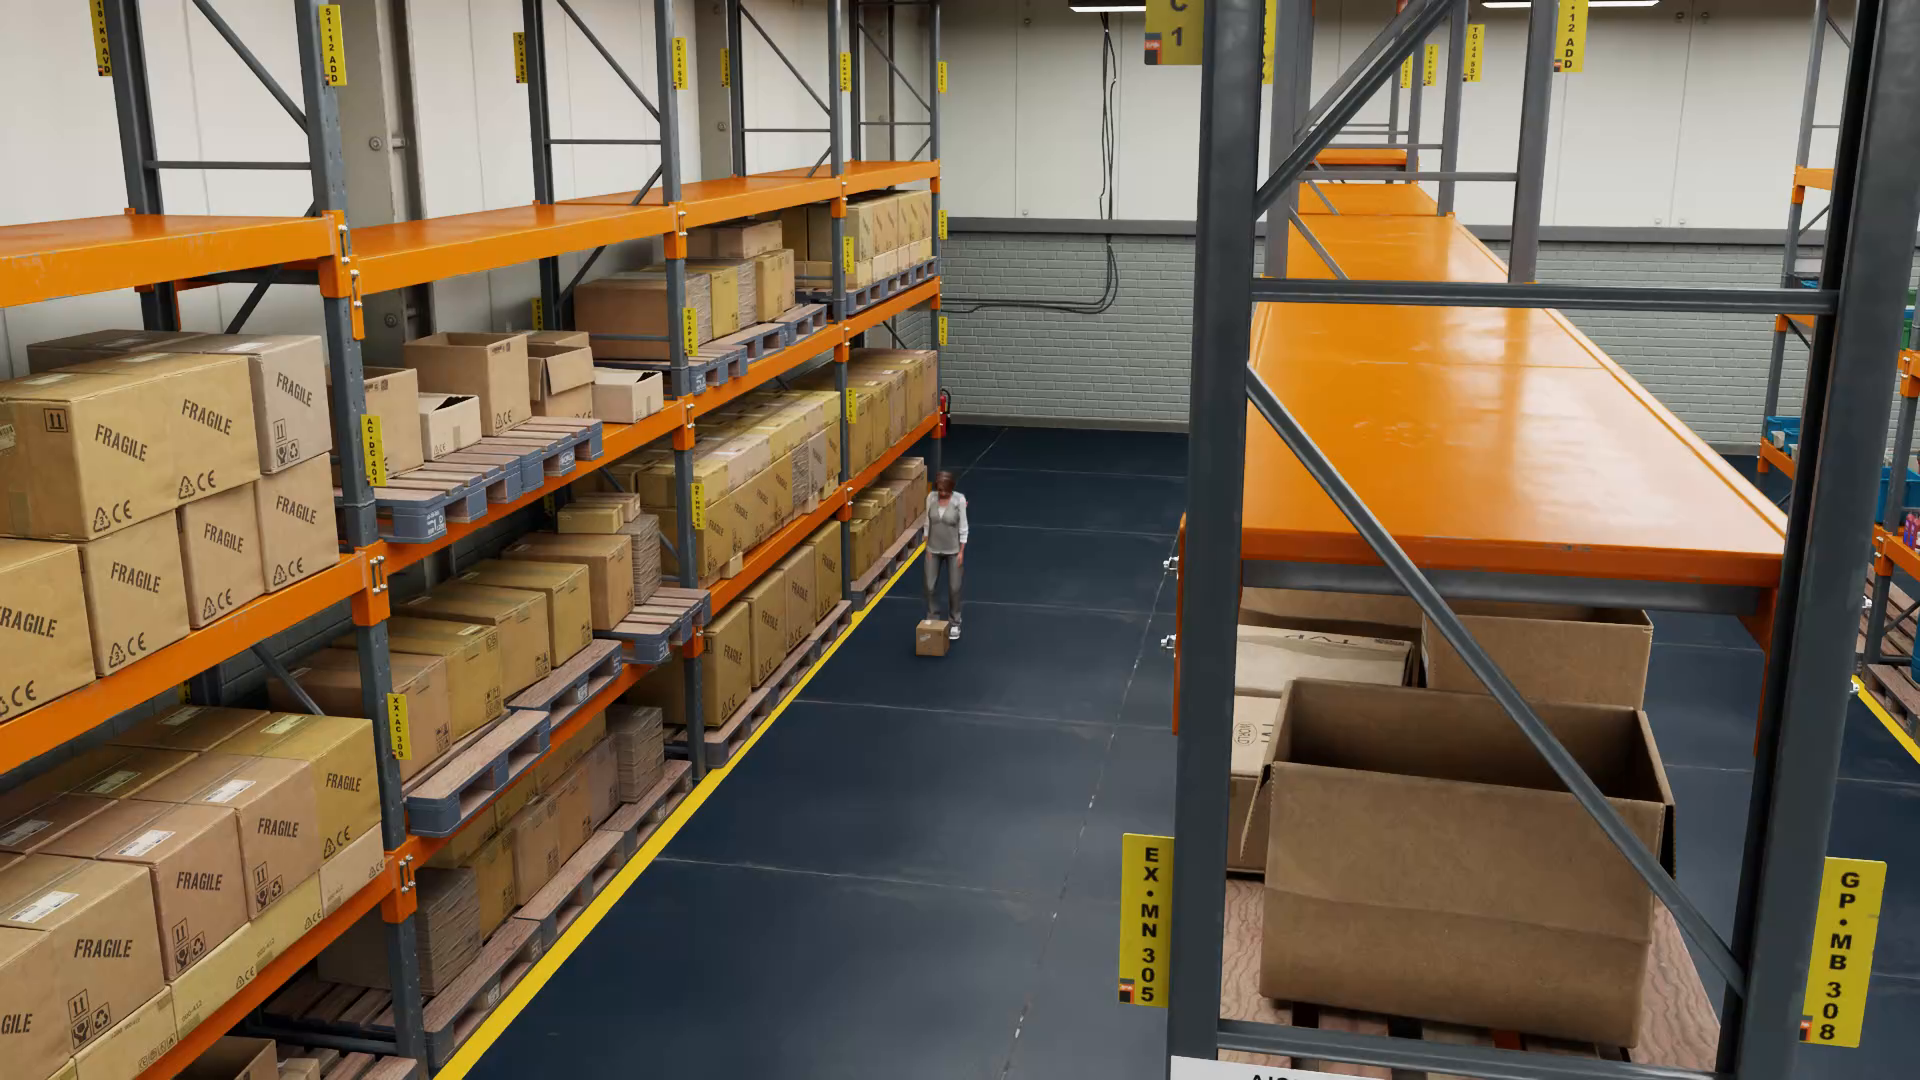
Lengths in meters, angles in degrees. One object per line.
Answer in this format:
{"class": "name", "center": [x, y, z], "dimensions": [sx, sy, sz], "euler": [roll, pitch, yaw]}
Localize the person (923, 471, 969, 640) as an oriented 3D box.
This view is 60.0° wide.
{"class": "person", "center": [-0.124, 0.133, 15.131], "dimensions": [0.420, 1.556, 0.353], "euler": [4, 15, 13]}
